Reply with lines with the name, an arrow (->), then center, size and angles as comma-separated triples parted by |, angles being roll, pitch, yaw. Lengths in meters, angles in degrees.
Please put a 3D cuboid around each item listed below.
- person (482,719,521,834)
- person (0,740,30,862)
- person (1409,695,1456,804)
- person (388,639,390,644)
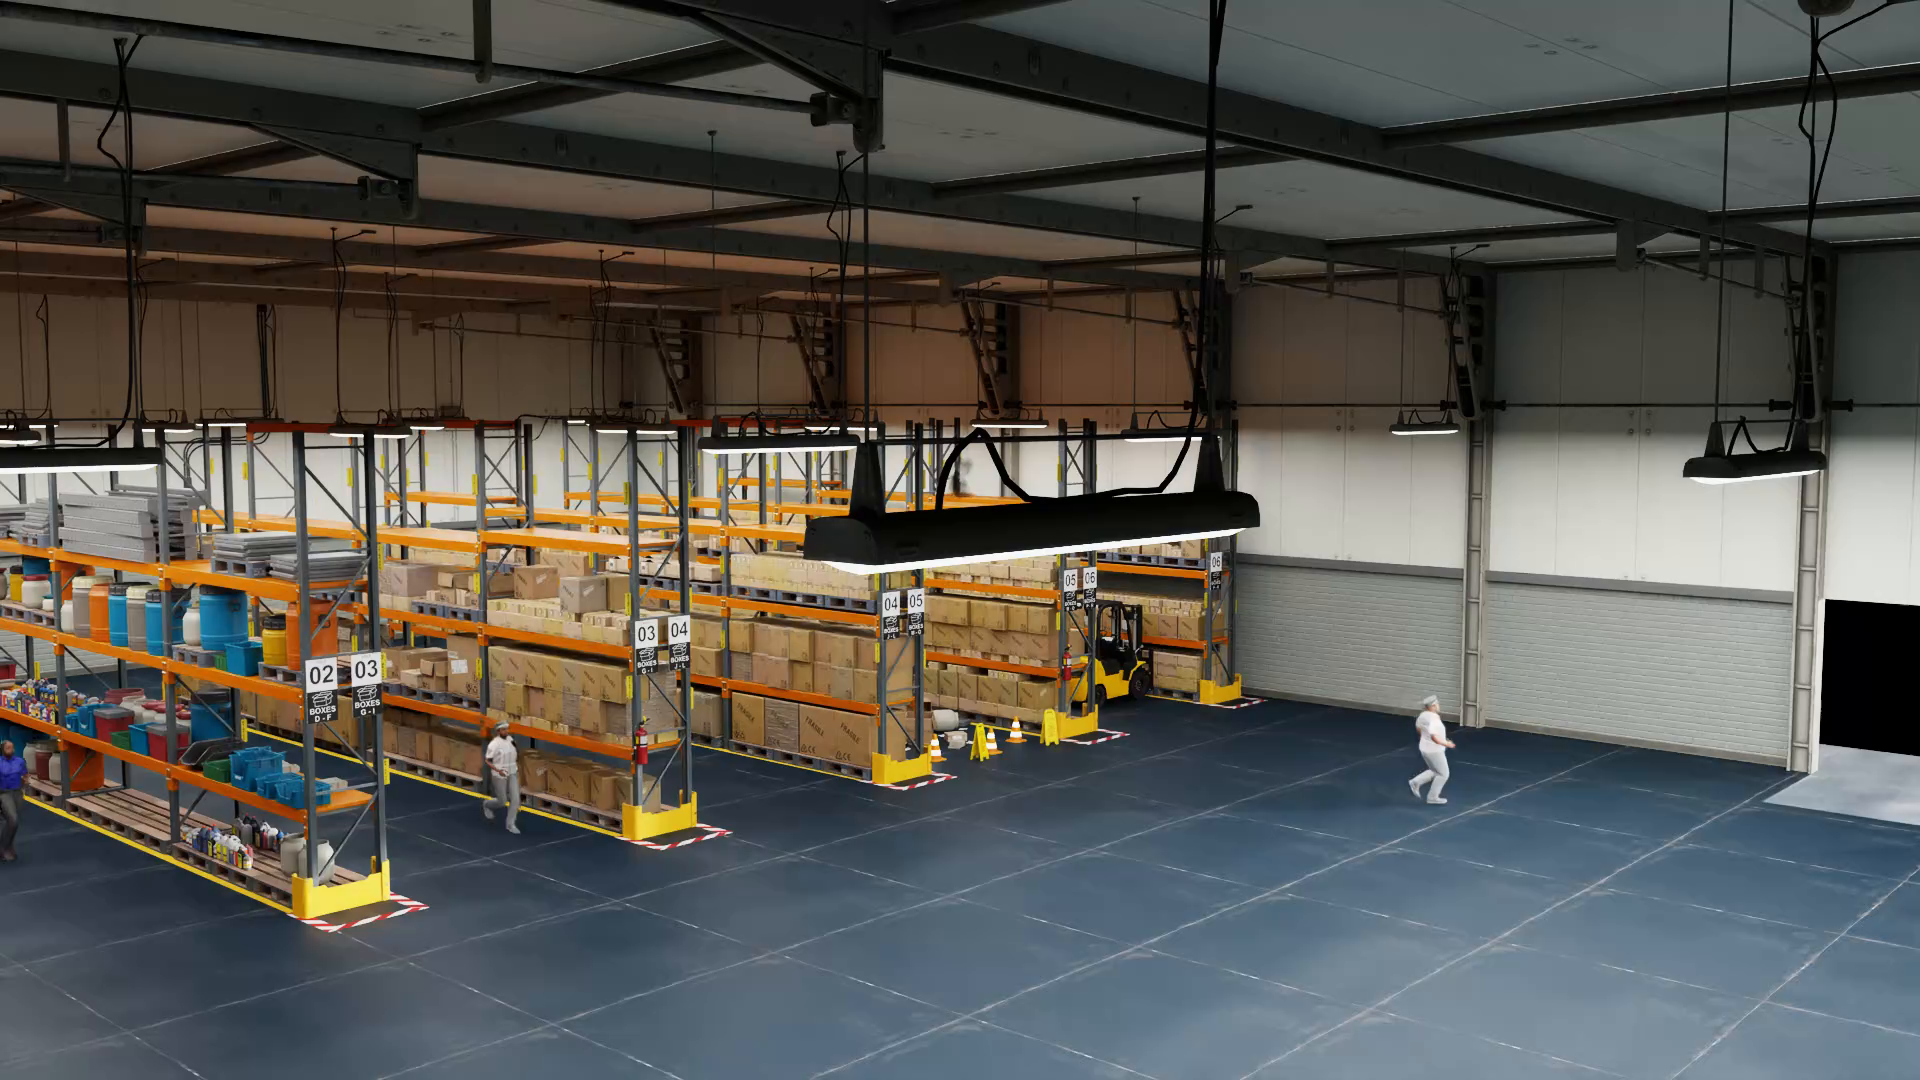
person -> -6.810, 3.491, 24.750 | 0.768, 1.685, 0.563 | 4, 6, 40
person -> -13.223, 3.622, 23.126 | 0.716, 1.693, 0.542 | 2, 5, 25
person -> 7.469, 3.313, 26.332 | 0.628, 1.726, 0.661 | 0, 5, -6
person -> -12.809, 2.565, 36.334 | 0.683, 1.687, 0.874 | -4, 6, -37
